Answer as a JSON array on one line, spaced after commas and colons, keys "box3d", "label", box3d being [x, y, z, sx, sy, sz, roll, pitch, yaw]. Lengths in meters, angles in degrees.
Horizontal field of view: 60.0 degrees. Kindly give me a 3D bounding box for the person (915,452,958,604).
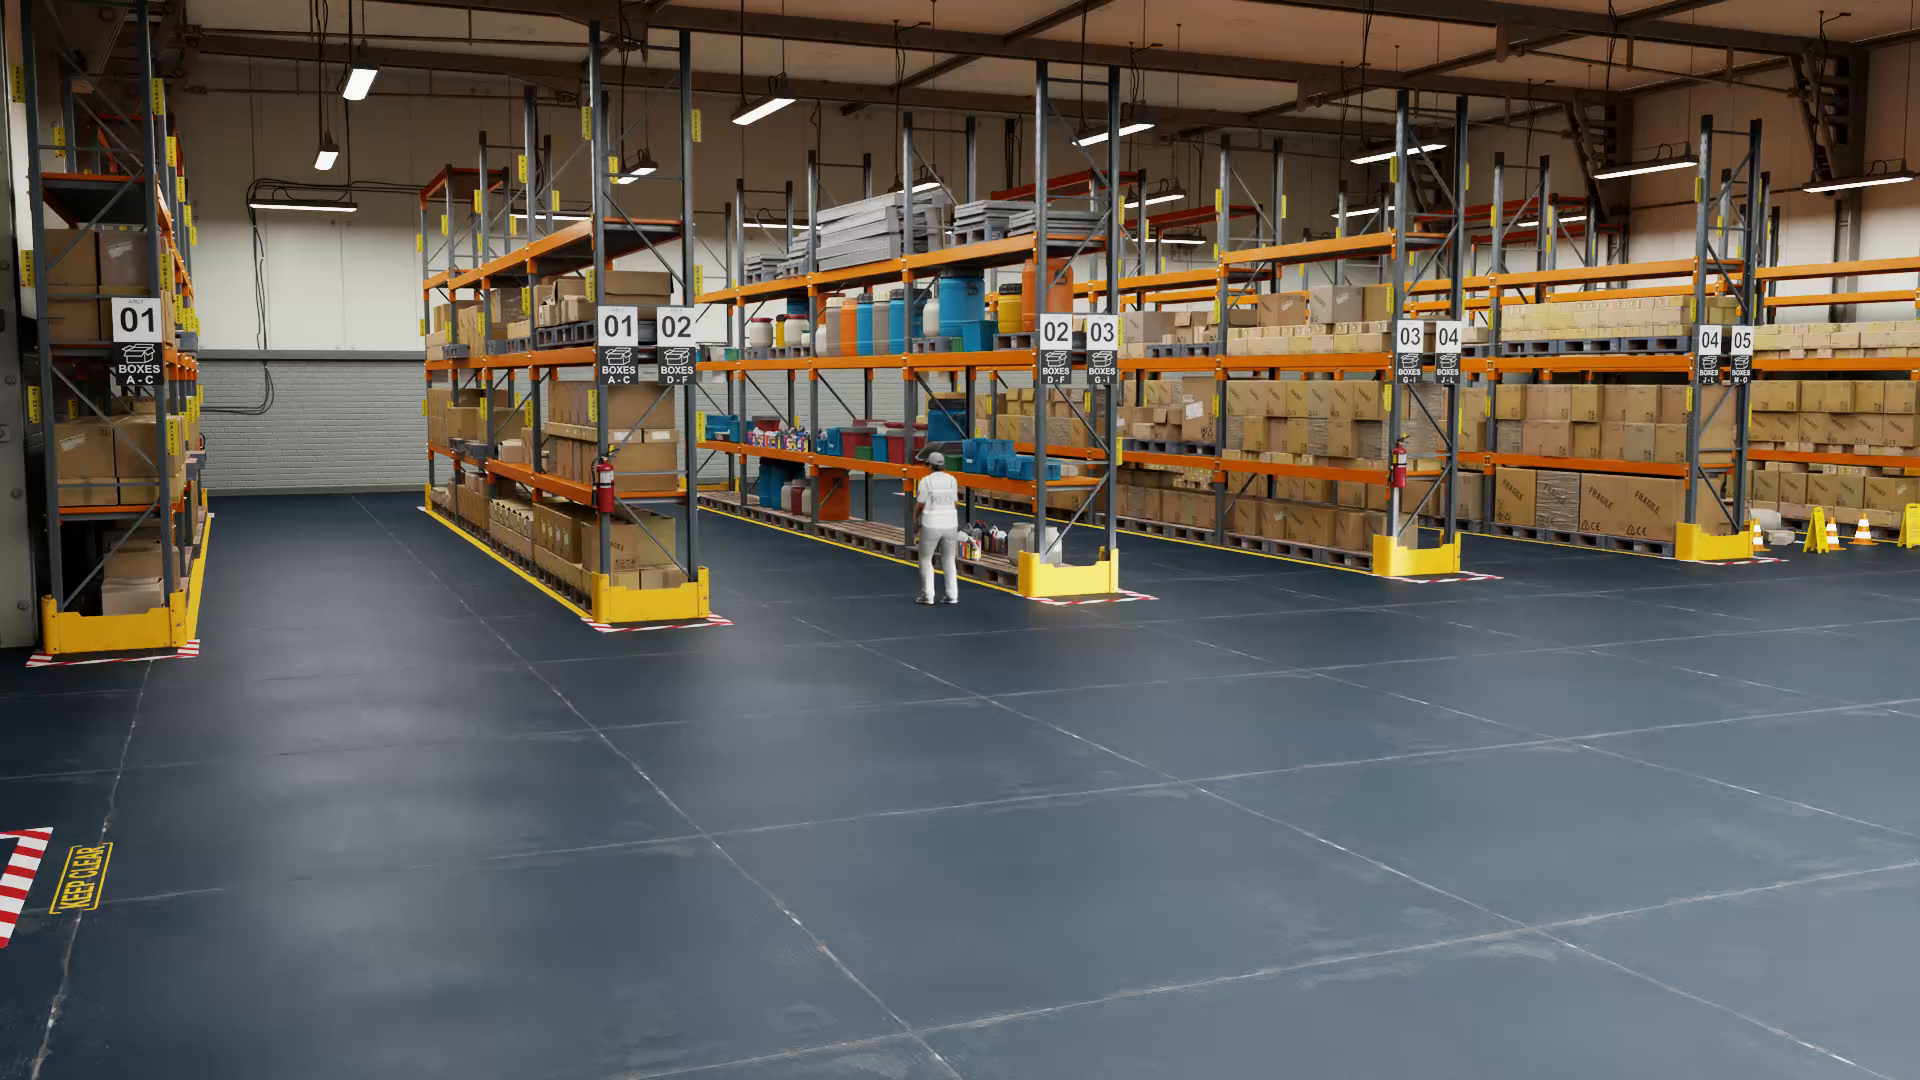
[{"box3d": [-0.266, -0.130, 18.302, 0.493, 1.671, 0.490, -2, 6, -24], "label": "person"}]
